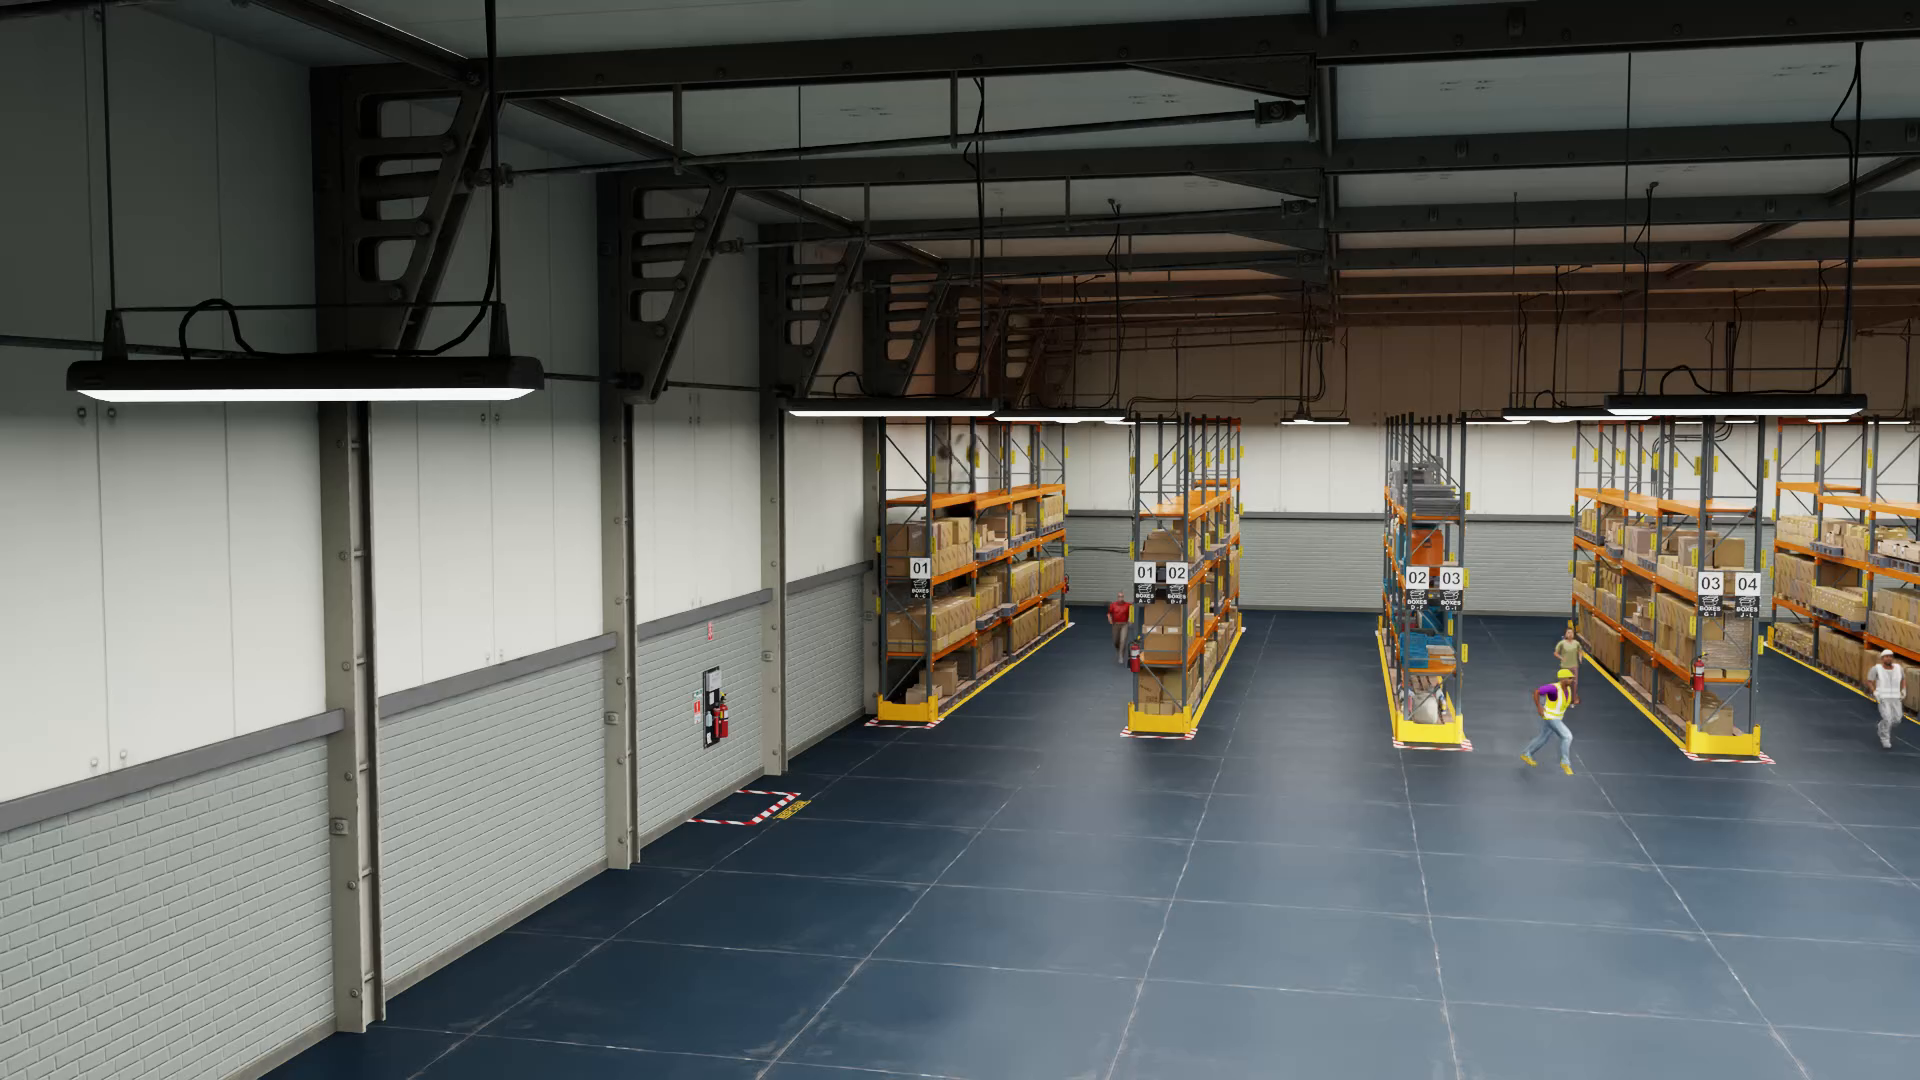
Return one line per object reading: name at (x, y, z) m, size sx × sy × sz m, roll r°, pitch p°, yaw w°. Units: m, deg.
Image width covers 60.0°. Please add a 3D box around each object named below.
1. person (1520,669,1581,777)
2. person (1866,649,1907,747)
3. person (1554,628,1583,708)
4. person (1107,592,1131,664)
person at (9.790, 3.000, 27.600) m, size 0.965 × 1.775 × 0.691 m, roll 3°, pitch 5°, yaw 38°
person at (16.672, 2.832, 29.925) m, size 0.676 × 1.745 × 0.566 m, roll 1°, pitch 4°, yaw 8°
person at (12.482, 2.584, 34.096) m, size 0.588 × 1.596 × 0.688 m, roll 0°, pitch 4°, yaw 7°
person at (3.939, 2.133, 40.708) m, size 0.668 × 1.708 × 0.821 m, roll 1°, pitch 4°, yaw 9°
